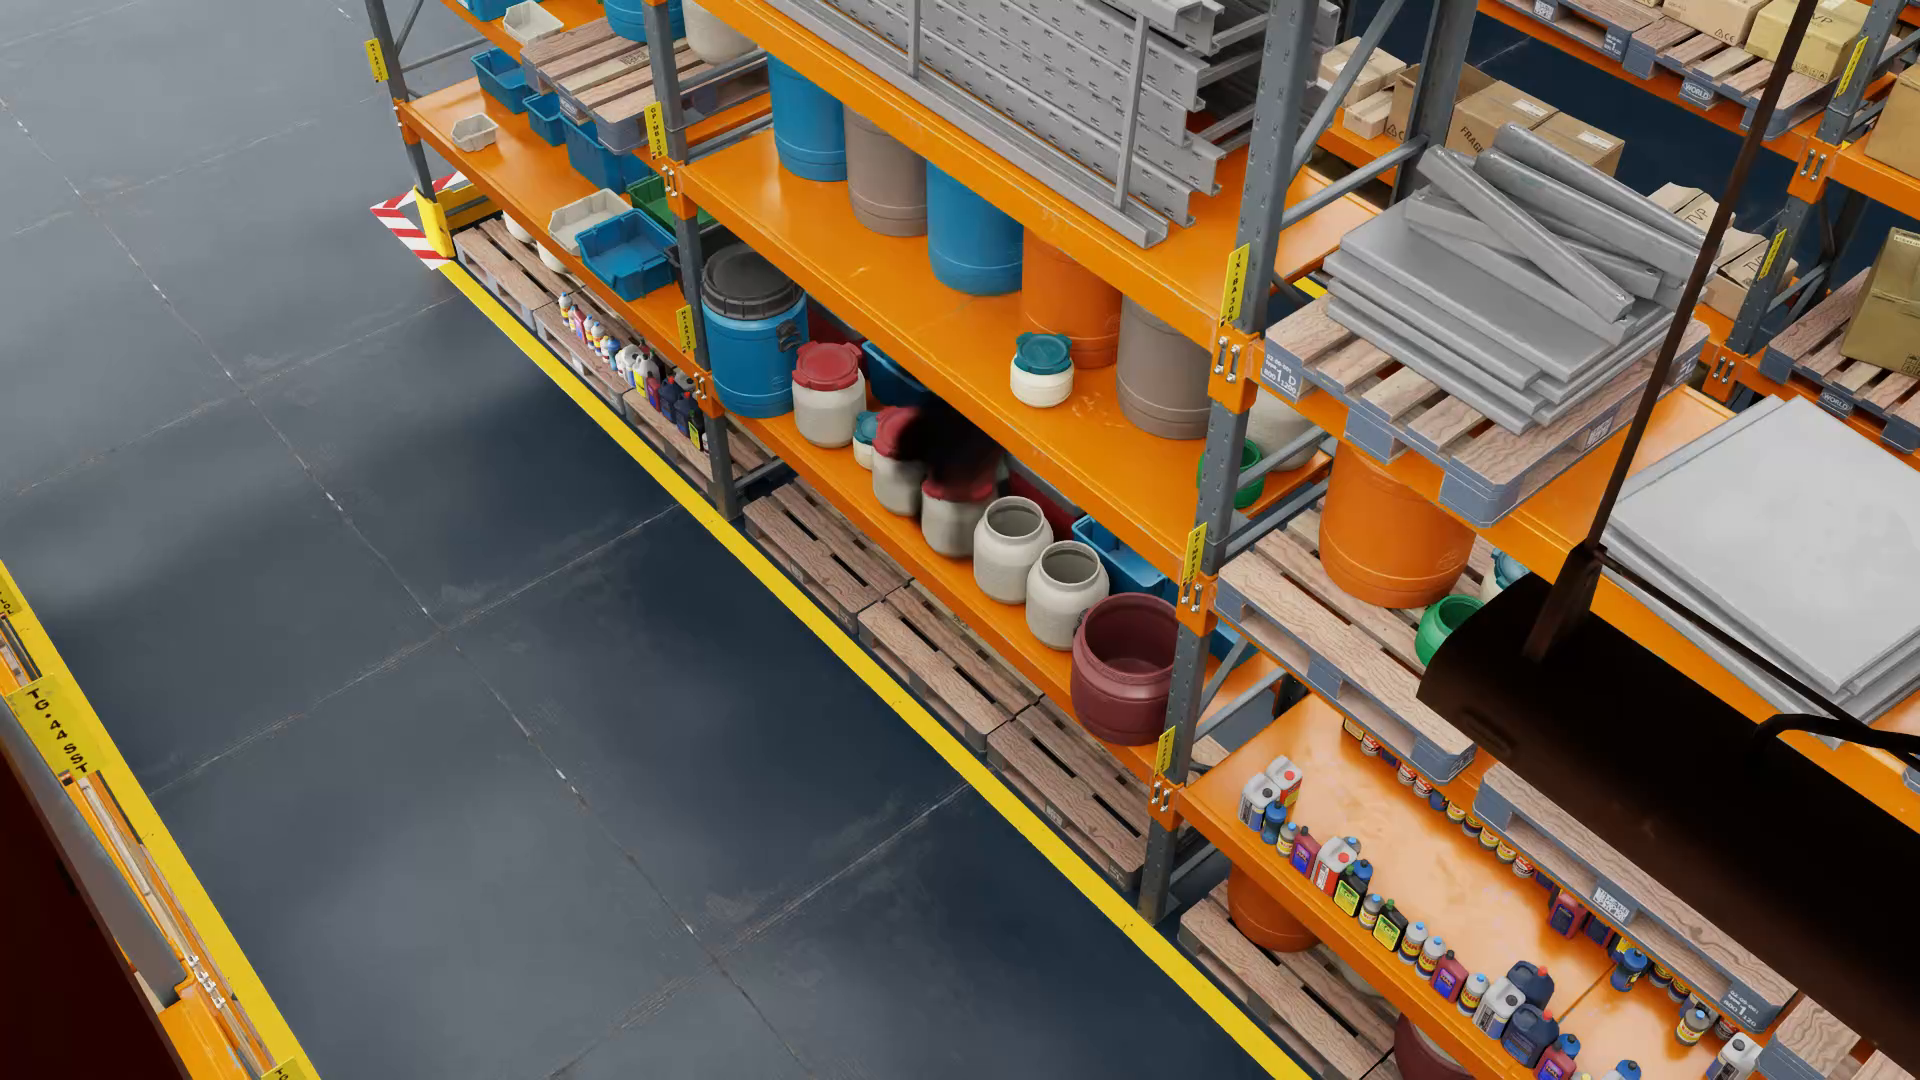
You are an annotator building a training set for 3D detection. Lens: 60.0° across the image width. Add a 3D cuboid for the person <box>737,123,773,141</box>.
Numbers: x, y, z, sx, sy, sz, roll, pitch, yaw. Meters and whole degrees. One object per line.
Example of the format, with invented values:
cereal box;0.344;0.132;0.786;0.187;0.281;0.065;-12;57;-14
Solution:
person;-1.391;-2.842;12.552;0.581;1.711;0.780;-29;53;-25
